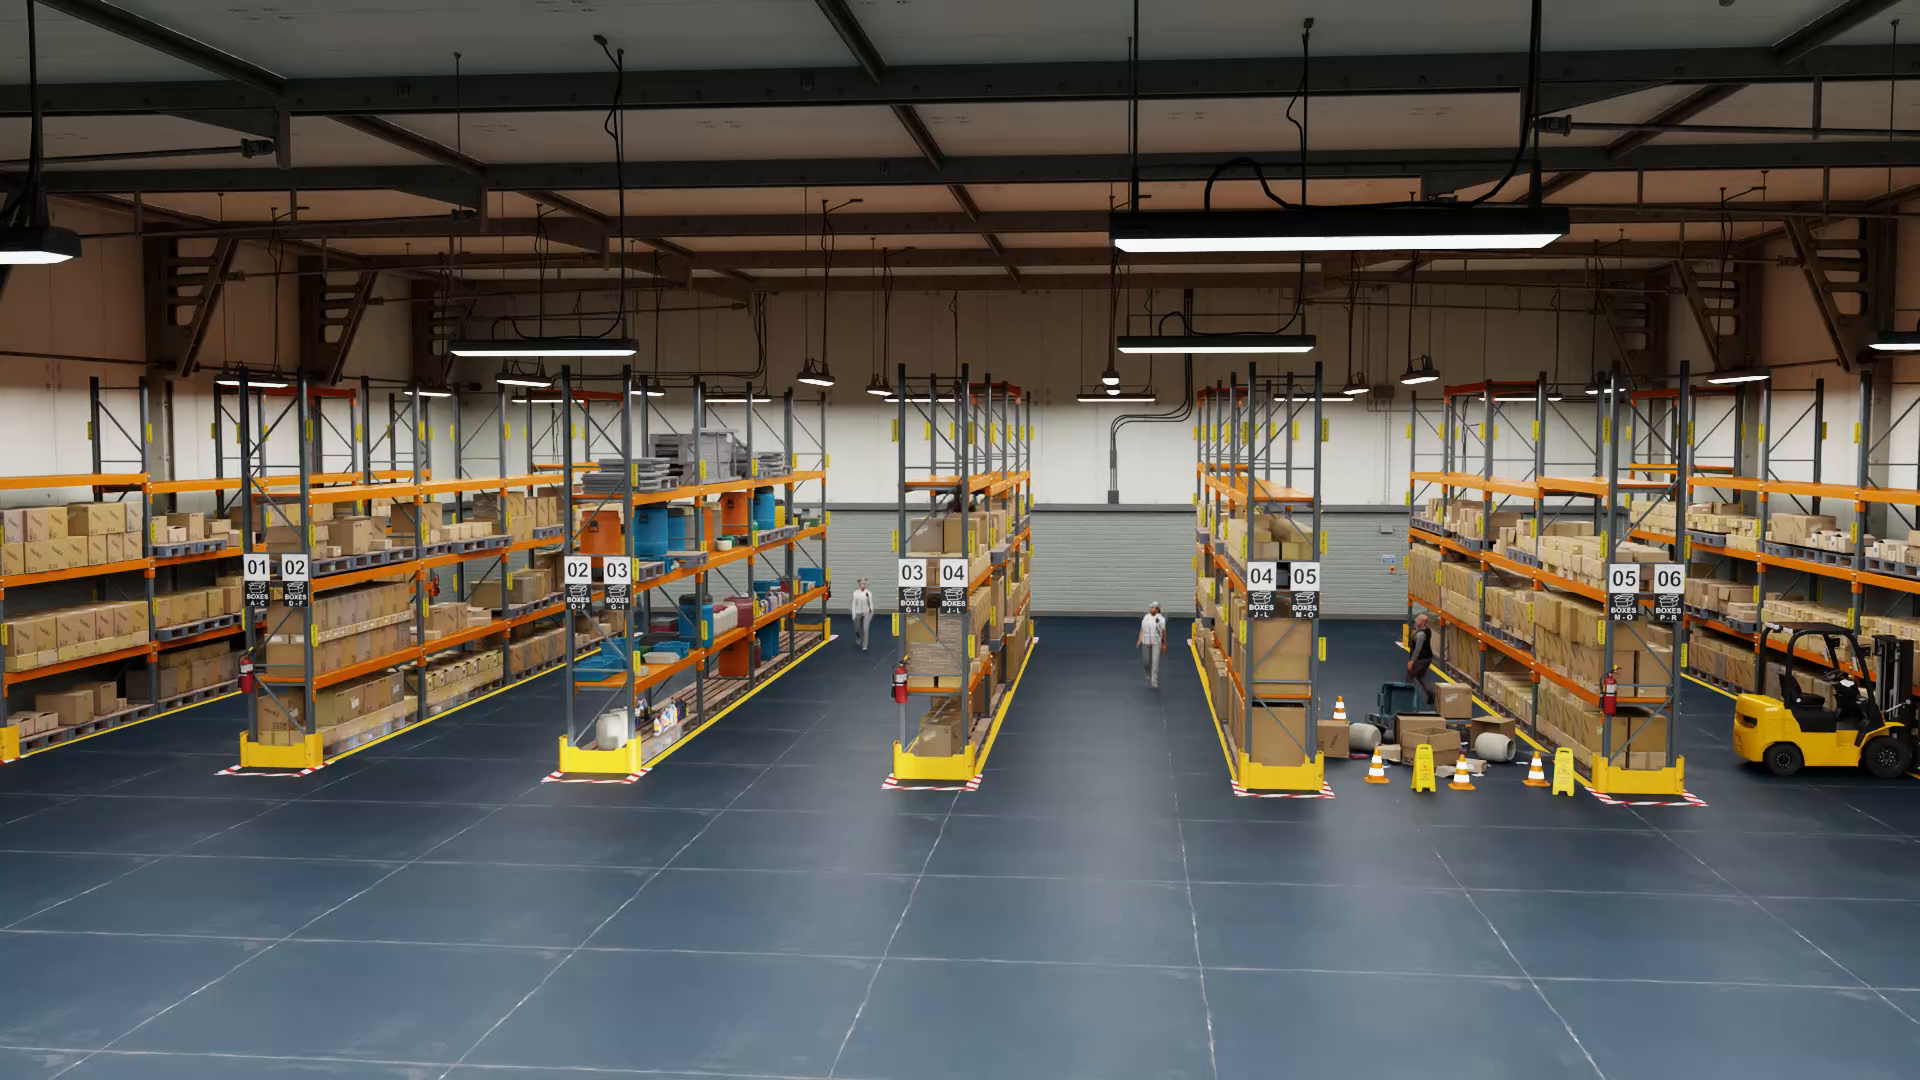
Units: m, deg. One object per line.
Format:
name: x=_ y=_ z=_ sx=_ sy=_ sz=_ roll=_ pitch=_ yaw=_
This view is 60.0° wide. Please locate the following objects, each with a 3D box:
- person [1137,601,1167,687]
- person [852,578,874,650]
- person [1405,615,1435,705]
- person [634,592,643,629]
person: x=3.708 y=1.994 z=32.091 sx=0.568 sy=1.620 sz=0.900 roll=1 pitch=4 yaw=12
person: x=-2.241 y=1.695 z=38.457 sx=0.486 sy=1.655 sz=0.708 roll=0 pitch=4 yaw=3
person: x=8.438 y=2.206 z=30.620 sx=0.586 sy=1.690 sz=0.632 roll=-3 pitch=5 yaw=-41
person: x=-8.338 y=1.385 z=42.413 sx=0.470 sy=1.757 sz=0.624 roll=1 pitch=4 yaw=16
